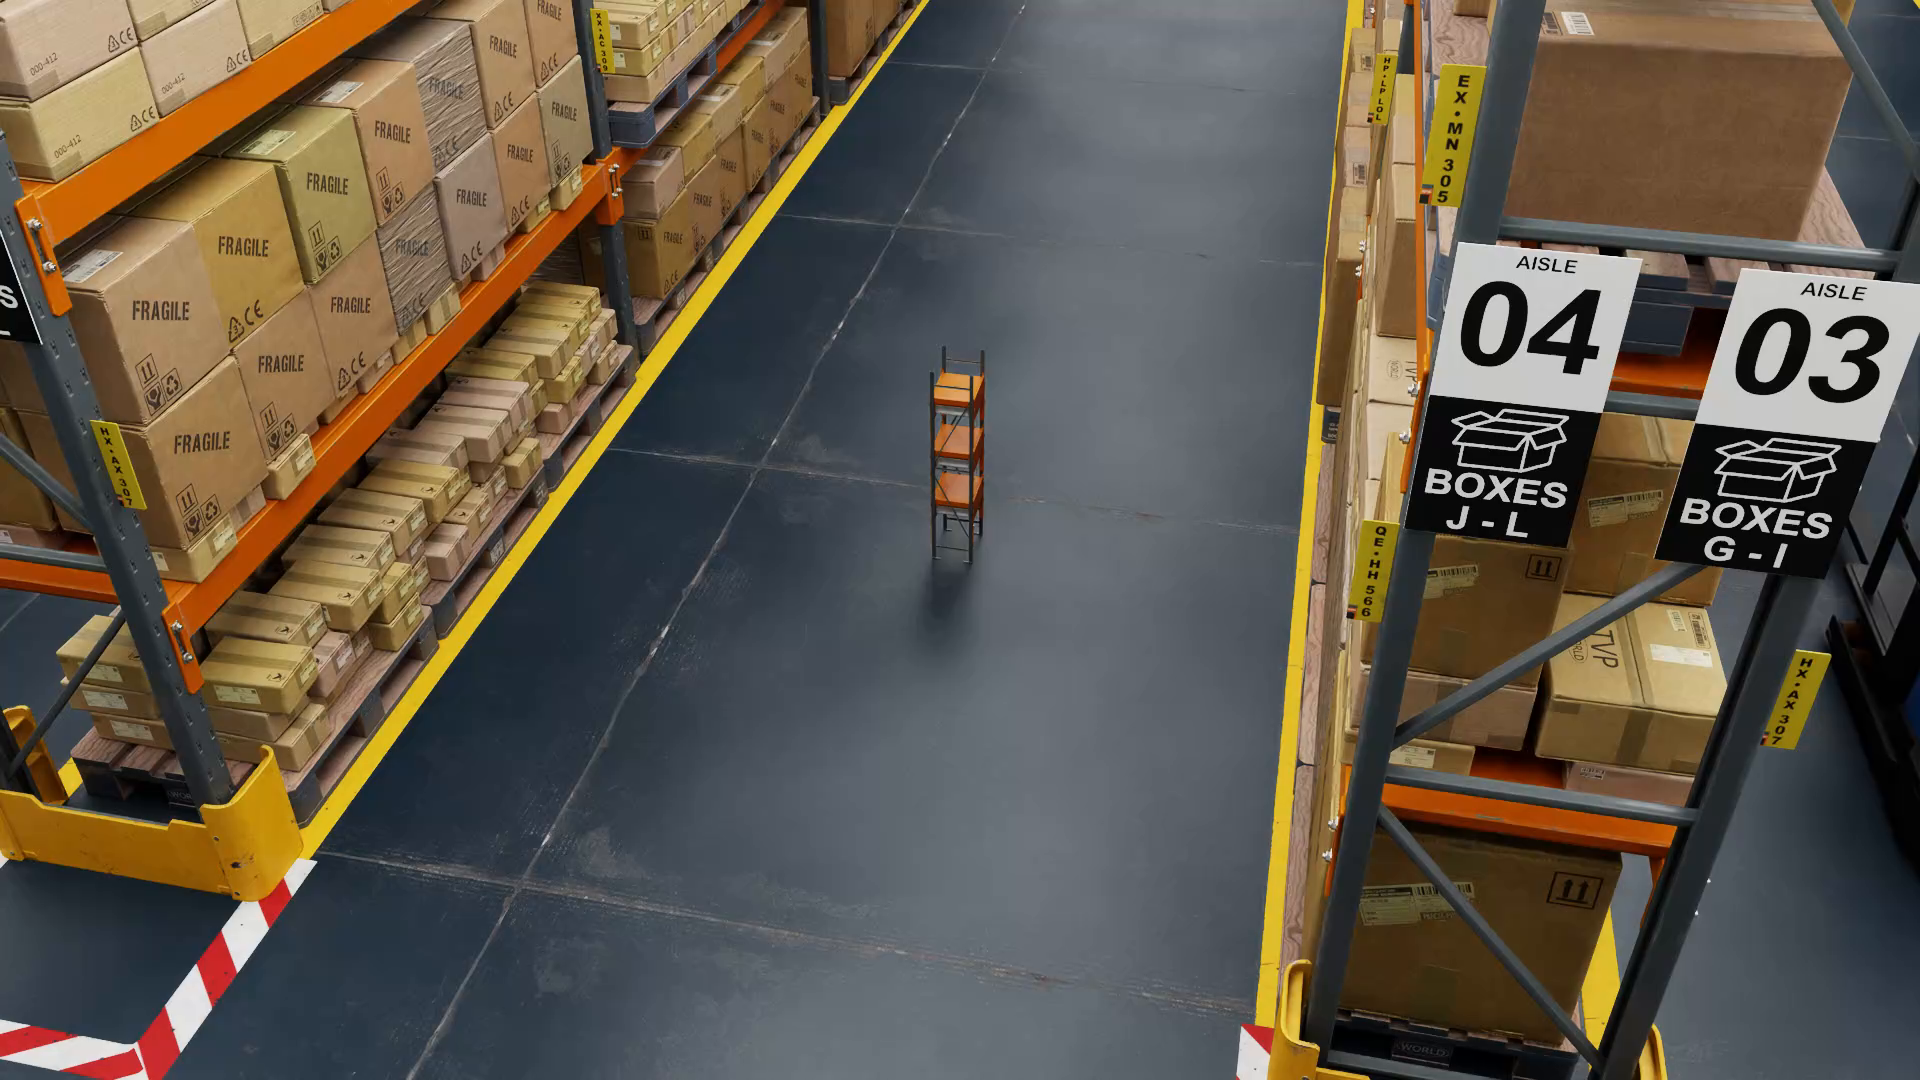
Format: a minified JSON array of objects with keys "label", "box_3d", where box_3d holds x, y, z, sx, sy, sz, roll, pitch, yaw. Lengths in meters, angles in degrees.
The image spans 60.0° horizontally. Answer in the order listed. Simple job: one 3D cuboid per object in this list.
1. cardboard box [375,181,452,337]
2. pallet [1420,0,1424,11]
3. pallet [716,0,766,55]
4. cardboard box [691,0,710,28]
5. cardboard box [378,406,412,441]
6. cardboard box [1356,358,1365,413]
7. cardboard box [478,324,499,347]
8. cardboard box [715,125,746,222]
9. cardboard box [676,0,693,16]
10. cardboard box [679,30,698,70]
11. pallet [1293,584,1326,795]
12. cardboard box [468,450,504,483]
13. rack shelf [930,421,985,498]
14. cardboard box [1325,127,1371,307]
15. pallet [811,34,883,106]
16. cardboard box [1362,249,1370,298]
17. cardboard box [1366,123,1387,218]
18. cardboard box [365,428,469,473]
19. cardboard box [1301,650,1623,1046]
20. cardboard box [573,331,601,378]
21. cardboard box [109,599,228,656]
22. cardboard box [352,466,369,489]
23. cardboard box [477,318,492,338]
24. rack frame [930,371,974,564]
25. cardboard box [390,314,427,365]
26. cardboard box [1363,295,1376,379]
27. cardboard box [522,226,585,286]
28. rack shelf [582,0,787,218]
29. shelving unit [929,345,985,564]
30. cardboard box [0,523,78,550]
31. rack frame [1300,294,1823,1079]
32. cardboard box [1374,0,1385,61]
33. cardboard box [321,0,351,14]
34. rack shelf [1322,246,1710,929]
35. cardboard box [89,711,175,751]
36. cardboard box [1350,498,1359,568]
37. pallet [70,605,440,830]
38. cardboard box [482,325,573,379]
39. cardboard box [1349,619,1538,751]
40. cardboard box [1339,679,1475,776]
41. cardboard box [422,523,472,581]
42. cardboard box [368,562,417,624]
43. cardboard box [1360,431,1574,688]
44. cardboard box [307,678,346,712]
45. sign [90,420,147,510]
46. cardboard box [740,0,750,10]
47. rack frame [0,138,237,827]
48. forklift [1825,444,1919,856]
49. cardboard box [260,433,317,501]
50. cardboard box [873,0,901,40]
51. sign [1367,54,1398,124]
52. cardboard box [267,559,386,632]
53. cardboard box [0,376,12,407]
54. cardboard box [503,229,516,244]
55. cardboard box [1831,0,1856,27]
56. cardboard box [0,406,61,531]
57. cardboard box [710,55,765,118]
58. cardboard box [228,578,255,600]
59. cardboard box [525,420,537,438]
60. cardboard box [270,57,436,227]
[{"label":"cardboard box","box_3d":[-2.530,-1.220,7.038,0.500,0.500,0.500,6,36,9]},{"label":"pallet","box_3d":[2.288,-2.278,6.357,1.003,0.211,1.213,7,37,10]},{"label":"pallet","box_3d":[-1.879,-3.323,10.442,1.003,0.211,1.213,7,37,10]},{"label":"cardboard box","box_3d":[-1.654,-3.050,9.505,0.380,0.149,0.250,6,36,8]},{"label":"cardboard box","box_3d":[-2.895,-0.576,8.053,0.380,0.149,0.250,6,36,8]},{"label":"cardboard box","box_3d":[1.808,-0.595,6.729,0.380,0.149,0.250,8,37,11]},{"label":"cardboard box","box_3d":[-2.707,-1.059,8.973,0.380,0.149,0.250,8,37,10]},{"label":"cardboard box","box_3d":[-1.724,-2.401,10.779,0.500,0.500,0.500,8,37,11]},{"label":"cardboard box","box_3d":[-1.707,-3.032,9.226,0.380,0.149,0.250,8,37,10]},{"label":"cardboard box","box_3d":[-1.707,-2.786,9.394,0.380,0.149,0.250,8,37,10]},{"label":"pallet","box_3d":[1.976,0.689,7.119,1.003,0.211,1.213,7,37,10]},{"label":"cardboard box","box_3d":[-2.455,-0.419,8.090,0.380,0.149,0.250,6,36,8]},{"label":"rack shelf","box_3d":[-0.011,-0.386,7.906,0.215,0.259,0.240,7,37,10]},{"label":"cardboard box","box_3d":[2.780,-1.759,9.574,1.225,0.875,0.875,6,36,8]},{"label":"pallet","box_3d":[-1.255,-3.854,13.387,1.003,0.211,1.213,7,37,10]},{"label":"cardboard box","box_3d":[2.029,-1.187,7.546,0.380,0.149,0.250,6,36,8]},{"label":"cardboard box","box_3d":[2.306,-1.910,8.244,0.500,0.500,0.500,7,37,10]},{"label":"cardboard box","box_3d":[-2.540,-0.381,7.785,0.380,0.149,0.250,7,37,10]},{"label":"cardboard box","box_3d":[1.677,1.039,5.713,0.875,0.875,0.875,7,37,10]},{"label":"cardboard box","box_3d":[-2.153,-1.006,8.900,0.380,0.149,0.250,6,36,8]},{"label":"cardboard box","box_3d":[-3.230,0.317,6.821,0.380,0.149,0.250,8,37,11]},{"label":"cardboard box","box_3d":[-3.060,-0.331,7.969,0.380,0.149,0.250,8,37,10]},{"label":"cardboard box","box_3d":[-2.744,-1.182,8.889,0.380,0.149,0.250,9,37,12]},{"label":"rack frame","box_3d":[-0.037,-0.324,7.803,0.200,1.050,0.008,7,37,10]},{"label":"cardboard box","box_3d":[-2.533,-0.898,7.146,0.380,0.149,0.250,9,37,12]},{"label":"cardboard box","box_3d":[1.900,-0.808,6.684,0.500,0.250,0.500,8,37,11]},{"label":"cardboard box","box_3d":[-2.439,-1.861,10.034,0.500,0.500,0.500,7,36,9]},{"label":"rack shelf","box_3d":[-1.924,-3.102,10.588,1.077,0.370,4.000,7,37,10]},{"label":"shelving unit","box_3d":[-0.011,-0.394,7.900,0.215,1.050,0.252,7,37,10]},{"label":"cardboard box","box_3d":[-3.412,-0.075,6.011,0.380,0.149,0.250,7,37,10]},{"label":"rack frame","box_3d":[1.619,0.726,4.693,1.000,3.000,0.127,7,37,10]},{"label":"cardboard box","box_3d":[2.744,-3.067,9.840,0.500,0.500,0.500,7,36,9]},{"label":"cardboard box","box_3d":[-2.525,-2.226,6.337,0.500,0.250,0.500,7,37,10]},{"label":"rack shelf","box_3d":[2.046,-0.130,6.486,1.077,0.370,4.000,7,37,10]},{"label":"cardboard box","box_3d":[-3.297,0.702,6.796,0.380,0.149,0.250,8,37,11]},{"label":"cardboard box","box_3d":[1.590,-0.004,5.913,0.380,0.149,0.250,7,36,9]},{"label":"pallet","box_3d":[-2.981,0.670,7.145,1.003,0.211,1.213,7,37,10]},{"label":"cardboard box","box_3d":[-2.235,-0.972,8.600,0.380,0.149,0.250,7,37,10]},{"label":"cardboard box","box_3d":[1.463,0.355,5.079,0.500,0.250,0.500,7,36,9]},{"label":"cardboard box","box_3d":[1.373,0.582,5.105,0.380,0.149,0.250,8,37,11]},{"label":"cardboard box","box_3d":[-2.497,0.044,7.705,0.380,0.149,0.250,6,36,8]},{"label":"cardboard box","box_3d":[-2.602,0.207,7.226,0.380,0.149,0.250,8,37,11]},{"label":"cardboard box","box_3d":[1.466,0.050,4.860,0.500,0.500,0.500,8,37,11]},{"label":"cardboard box","box_3d":[-2.805,0.610,6.924,0.380,0.149,0.250,7,37,10]},{"label":"sign","box_3d":[-2.675,-0.237,5.283,0.100,0.325,0.005,7,37,10]},{"label":"cardboard box","box_3d":[-1.487,-3.377,10.210,0.380,0.149,0.250,6,36,8]},{"label":"rack frame","box_3d":[-3.205,0.046,5.630,1.000,3.000,0.127,7,37,10]},{"label":"forklift","box_3d":[4.435,-0.462,6.390,1.130,2.935,3.031,6,36,9]},{"label":"cardboard box","box_3d":[-2.692,-0.295,6.316,0.380,0.149,0.250,6,36,9]},{"label":"cardboard box","box_3d":[-1.095,-4.639,13.654,1.050,0.750,0.750,8,37,11]},{"label":"sign","box_3d":[1.941,-2.067,7.626,0.100,0.325,0.005,7,37,10]},{"label":"cardboard box","box_3d":[-2.641,0.230,6.941,0.380,0.149,0.250,7,37,10]},{"label":"cardboard box","box_3d":[-3.351,-0.813,5.625,0.500,0.500,0.500,7,36,9]},{"label":"cardboard box","box_3d":[-2.369,-1.506,7.986,0.380,0.149,0.250,6,36,9]},{"label":"cardboard box","box_3d":[1.915,-1.352,4.475,0.700,0.500,0.500,6,36,8]},{"label":"cardboard box","box_3d":[-3.361,-0.405,5.914,0.500,0.500,0.500,8,37,11]},{"label":"cardboard box","box_3d":[-1.608,-2.997,10.962,0.500,0.250,0.500,8,37,11]},{"label":"cardboard box","box_3d":[-3.262,0.273,7.135,0.380,0.149,0.250,6,36,8]},{"label":"cardboard box","box_3d":[-2.407,-0.561,8.540,0.380,0.149,0.250,6,36,9]},{"label":"cardboard box","box_3d":[-2.510,-1.622,6.741,0.500,0.500,0.500,6,36,8]}]
